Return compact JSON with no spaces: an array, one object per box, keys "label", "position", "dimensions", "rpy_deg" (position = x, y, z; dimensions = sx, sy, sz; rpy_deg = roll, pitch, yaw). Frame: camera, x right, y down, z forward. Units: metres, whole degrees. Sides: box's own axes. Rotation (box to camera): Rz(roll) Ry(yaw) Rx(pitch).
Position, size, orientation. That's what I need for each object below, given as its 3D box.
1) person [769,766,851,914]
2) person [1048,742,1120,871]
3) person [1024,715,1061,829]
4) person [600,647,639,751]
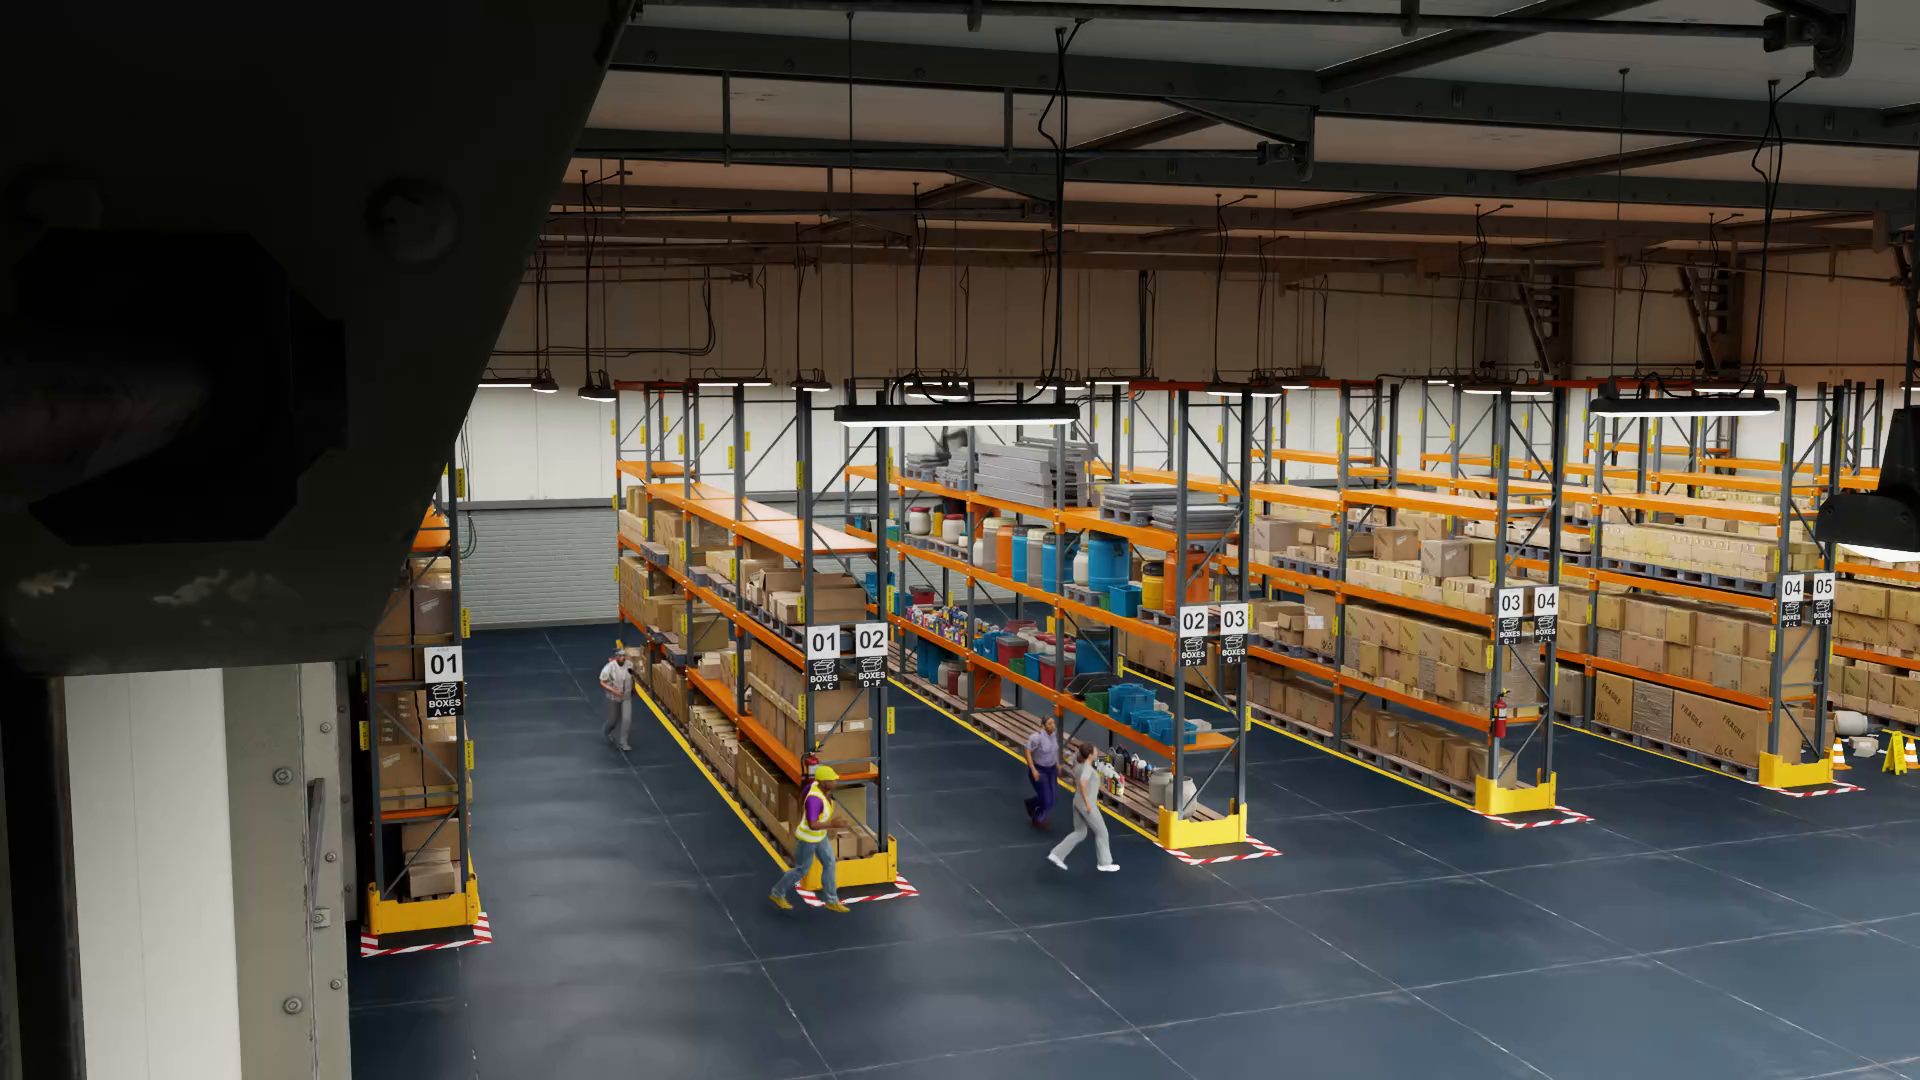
[{"label":"person","position":[-1.722,3.453,19.108],"dimensions":[0.988,1.768,0.628],"rpy_deg":[2,6,15]},{"label":"person","position":[1.549,3.316,20.589],"dimensions":[0.945,1.652,0.622],"rpy_deg":[-2,6,-17]},{"label":"person","position":[1.115,3.155,22.705],"dimensions":[0.613,1.582,0.538],"rpy_deg":[-5,8,-41]},{"label":"person","position":[-5.667,2.579,27.446],"dimensions":[0.655,1.739,0.872],"rpy_deg":[-4,7,-31]}]
